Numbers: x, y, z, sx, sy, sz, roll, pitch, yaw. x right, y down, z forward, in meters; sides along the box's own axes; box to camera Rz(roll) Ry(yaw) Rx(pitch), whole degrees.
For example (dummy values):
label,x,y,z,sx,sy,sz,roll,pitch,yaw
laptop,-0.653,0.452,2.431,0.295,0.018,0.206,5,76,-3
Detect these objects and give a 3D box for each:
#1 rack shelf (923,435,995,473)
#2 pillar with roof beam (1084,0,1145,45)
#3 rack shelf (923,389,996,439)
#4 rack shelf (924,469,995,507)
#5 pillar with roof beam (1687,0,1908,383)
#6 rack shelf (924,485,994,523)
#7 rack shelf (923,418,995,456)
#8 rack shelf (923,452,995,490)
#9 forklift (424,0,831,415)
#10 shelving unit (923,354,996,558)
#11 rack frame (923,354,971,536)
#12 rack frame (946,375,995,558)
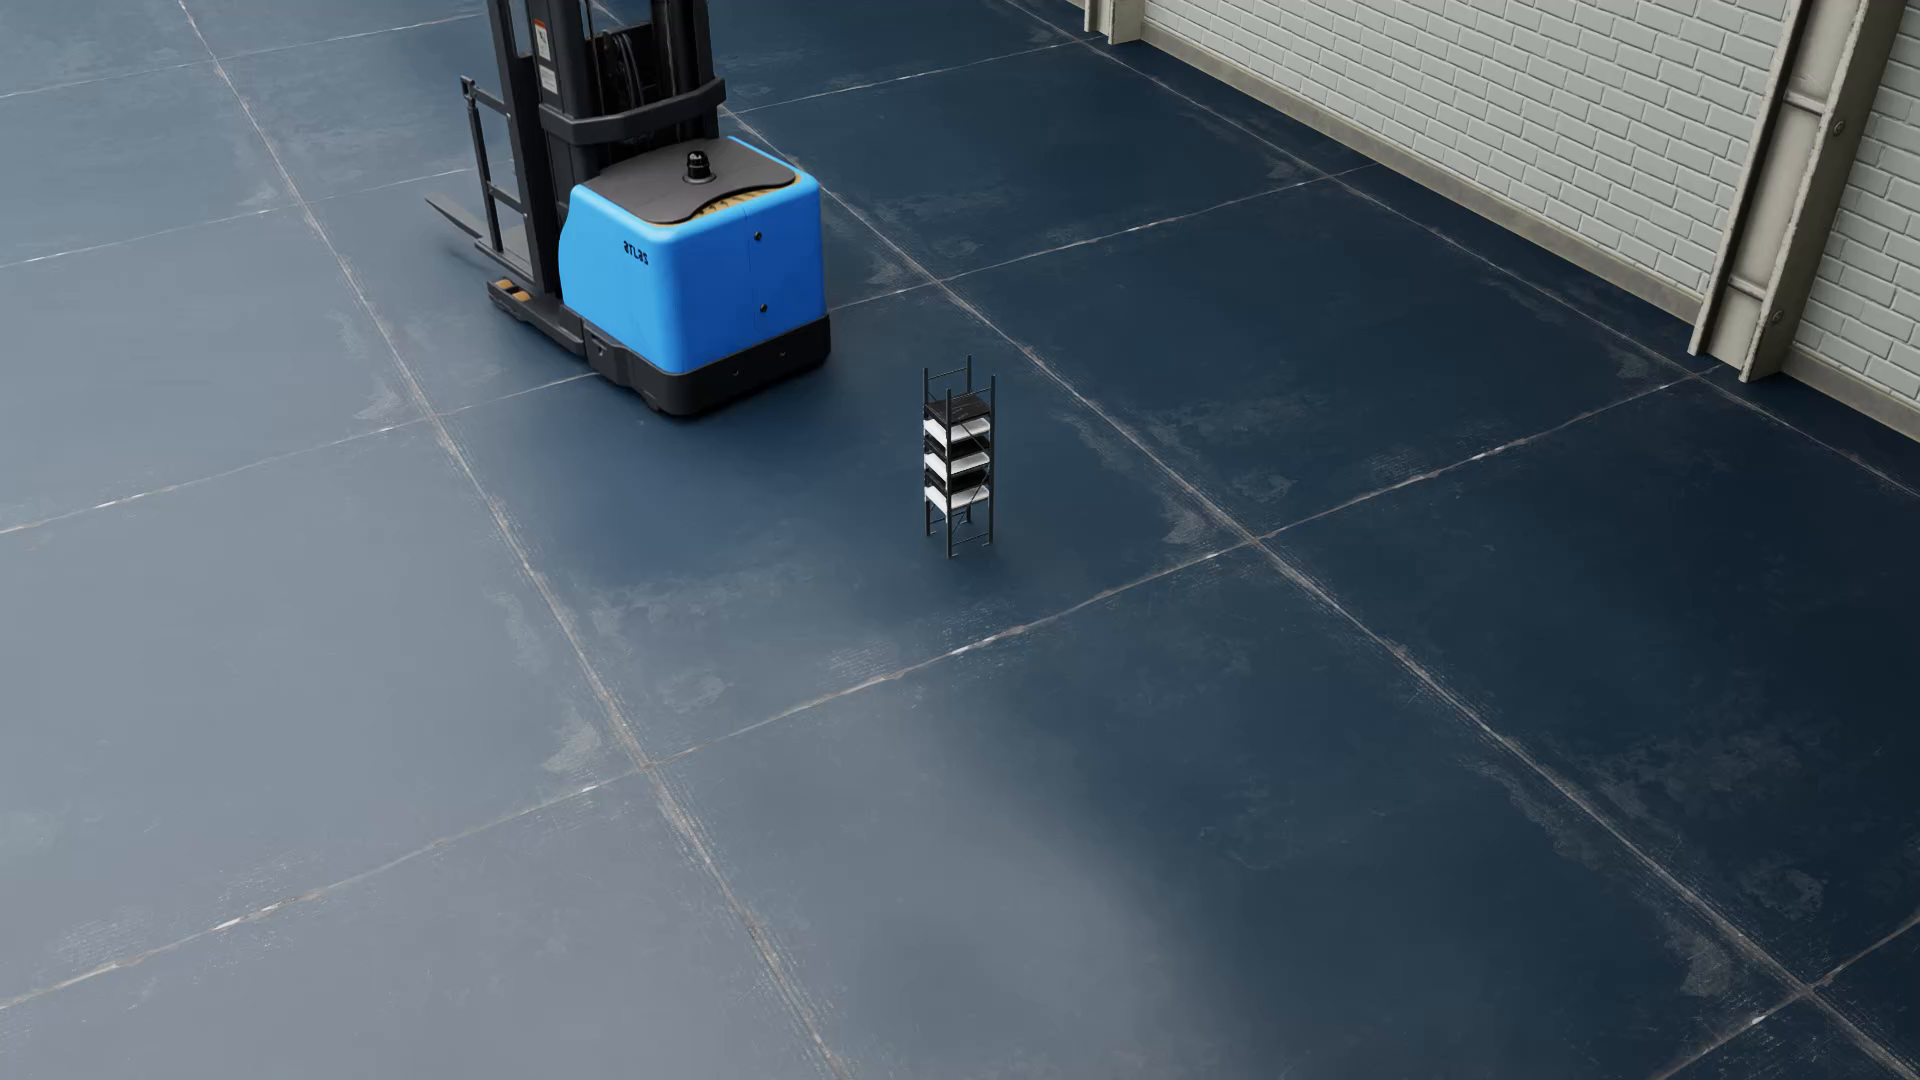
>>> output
label,x,y,z,sx,sy,sz,roll,pitch,yaw
rack shelf,-0.004,-0.413,7.457,0.258,0.077,0.200,-19,40,-24
pillar with roof beam,-2.496,-6.402,8.886,9.100,9.000,0.400,-19,40,-24
rack shelf,-0.004,-0.559,7.351,0.258,0.077,0.200,-19,40,-24
rack shelf,-0.004,-0.268,7.563,0.258,0.077,0.200,-19,40,-24
pillar with roof beam,0.519,-3.342,4.697,9.100,9.000,0.400,-19,40,-24
rack shelf,-0.004,-0.195,7.616,0.258,0.077,0.200,-19,40,-24
rack shelf,-0.004,-0.486,7.404,0.258,0.077,0.200,-19,40,-24
rack shelf,-0.004,-0.341,7.510,0.258,0.077,0.200,-19,40,-24
forklift,-2.059,-2.607,8.834,1.130,2.935,3.031,-28,45,-33
shelving unit,-0.004,-0.368,7.490,0.258,0.900,0.210,-19,40,-24
rack frame,-0.055,-0.419,7.561,0.240,0.900,0.006,-19,40,-24
rack frame,0.047,-0.316,7.419,0.240,0.900,0.006,-19,40,-24
